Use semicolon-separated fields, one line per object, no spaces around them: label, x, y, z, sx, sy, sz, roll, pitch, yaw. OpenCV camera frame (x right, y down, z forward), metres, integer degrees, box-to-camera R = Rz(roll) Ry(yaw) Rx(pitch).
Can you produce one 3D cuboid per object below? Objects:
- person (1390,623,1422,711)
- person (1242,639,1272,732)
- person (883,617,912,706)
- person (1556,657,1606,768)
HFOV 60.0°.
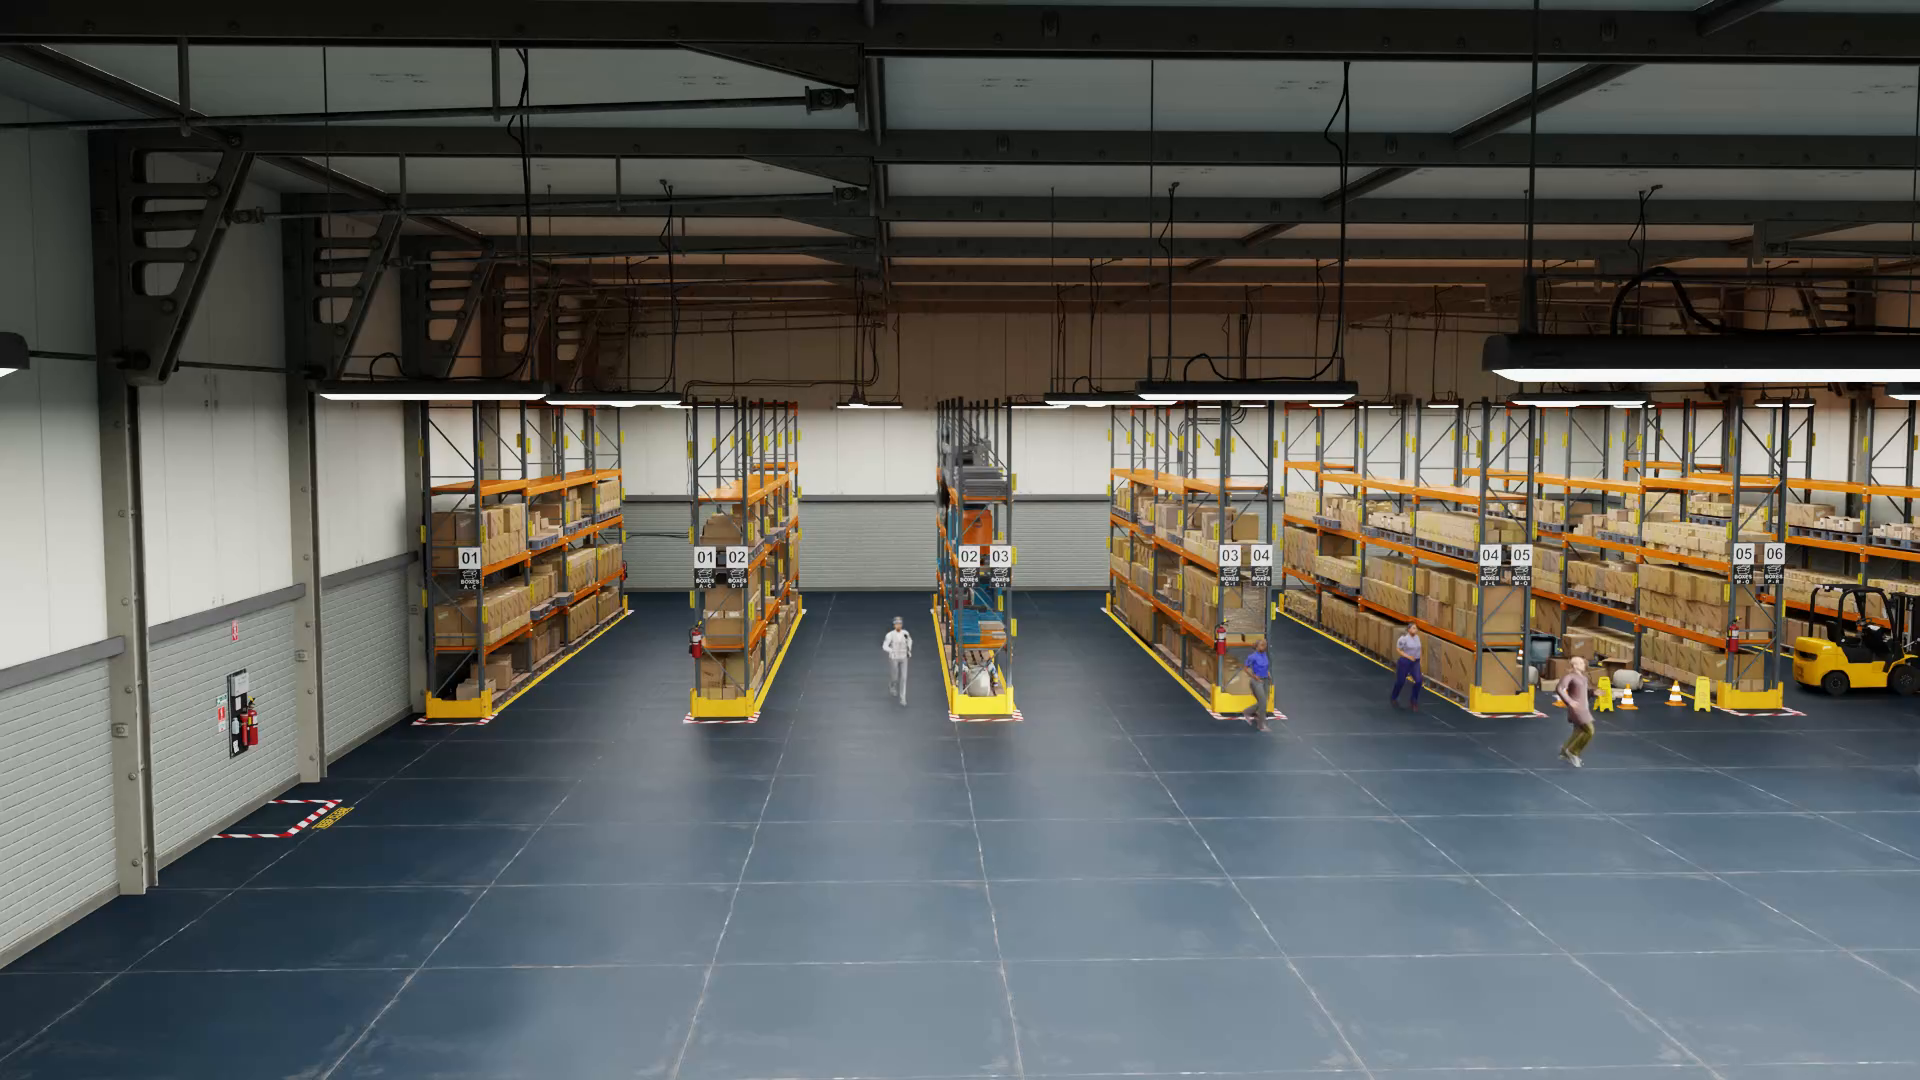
person;8.679;2.453;32.112;0.647;1.696;0.644;-2;5;-19
person;5.369;2.617;29.982;0.630;1.661;0.667;-3;6;-38
person;-1.213;2.351;32.748;0.614;1.705;0.915;-1;5;-13
person;10.006;2.778;26.804;0.715;1.790;0.672;3;6;37
